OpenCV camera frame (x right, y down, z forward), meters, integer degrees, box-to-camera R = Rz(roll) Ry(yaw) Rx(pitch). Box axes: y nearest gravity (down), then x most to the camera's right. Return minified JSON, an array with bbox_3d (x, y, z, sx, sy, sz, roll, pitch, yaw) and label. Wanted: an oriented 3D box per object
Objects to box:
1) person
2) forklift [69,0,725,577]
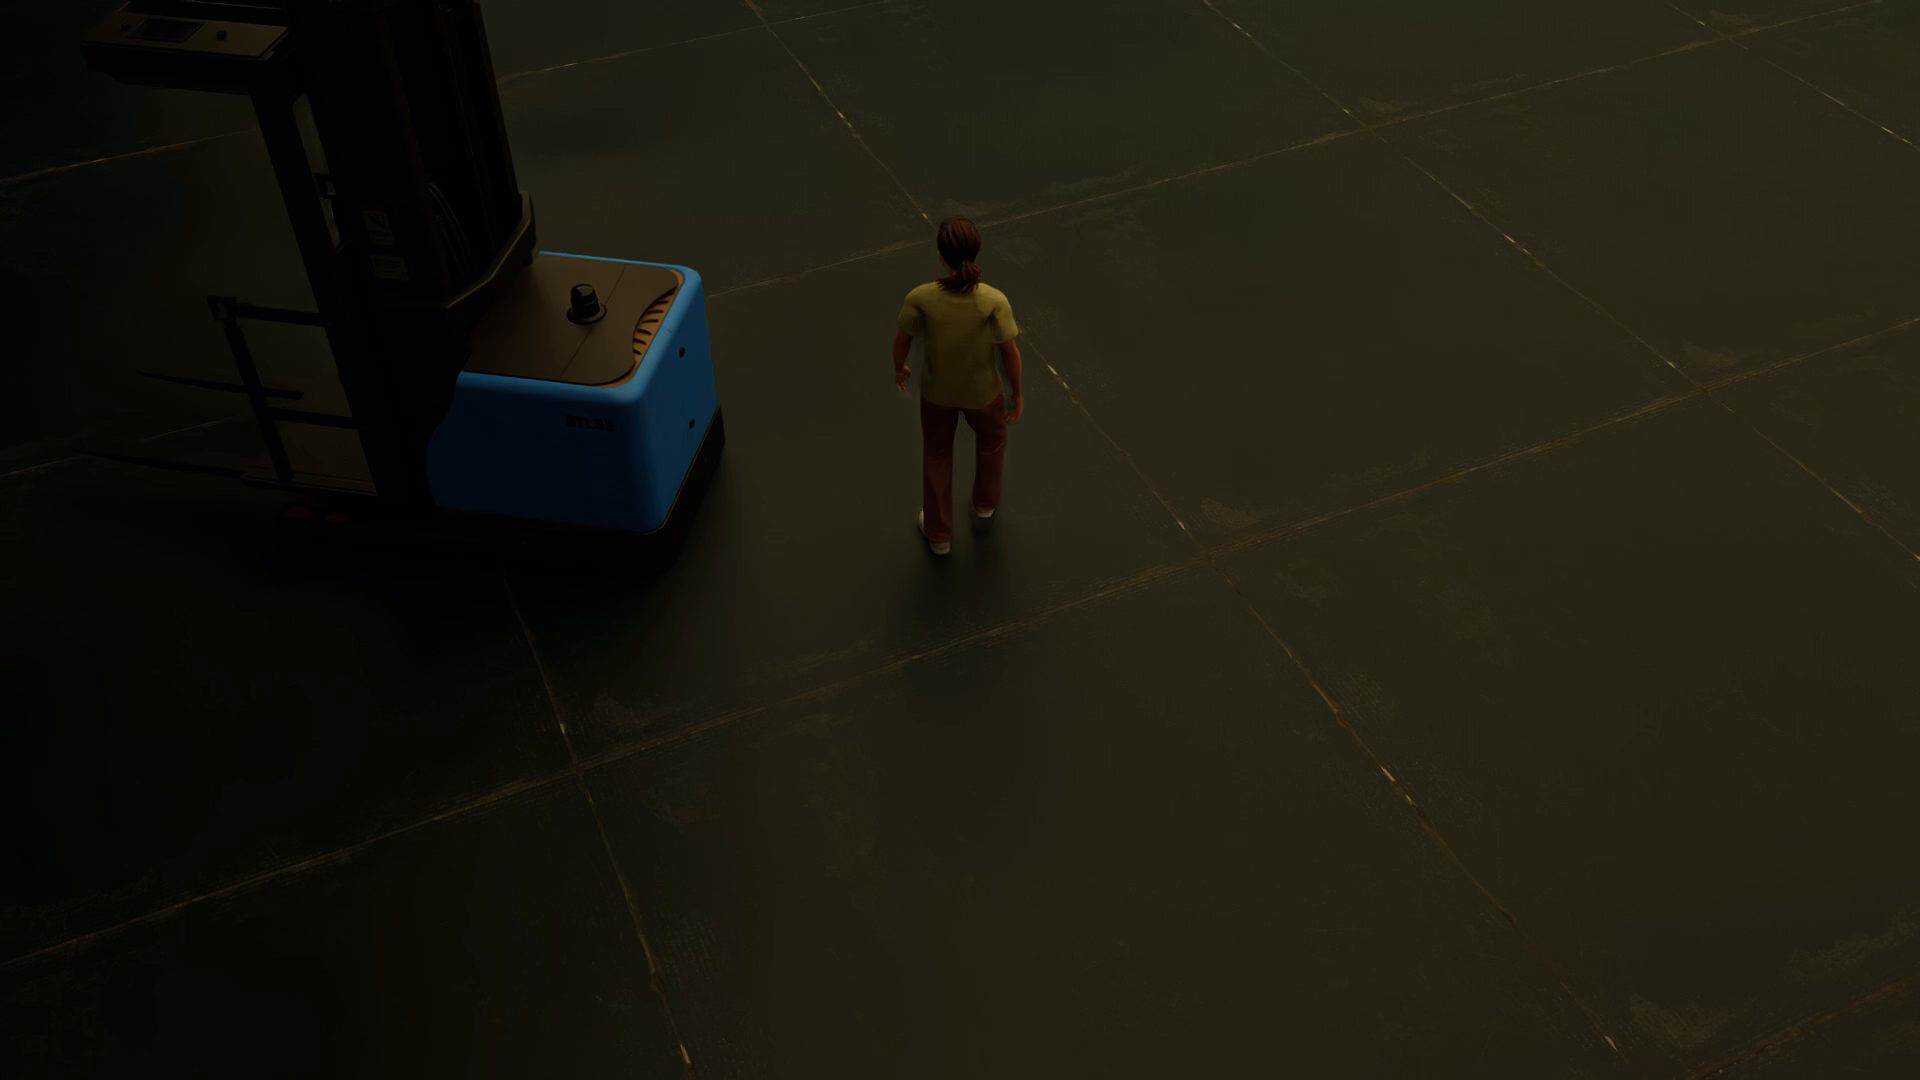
[{"bbox_3d":[-0.002,-0.719,7.386,0.588,1.656,0.587,4,43,4],"label":"person"},{"bbox_3d":[-2.730,-1.393,7.173,3.031,2.935,1.130,7,43,8],"label":"forklift"}]
